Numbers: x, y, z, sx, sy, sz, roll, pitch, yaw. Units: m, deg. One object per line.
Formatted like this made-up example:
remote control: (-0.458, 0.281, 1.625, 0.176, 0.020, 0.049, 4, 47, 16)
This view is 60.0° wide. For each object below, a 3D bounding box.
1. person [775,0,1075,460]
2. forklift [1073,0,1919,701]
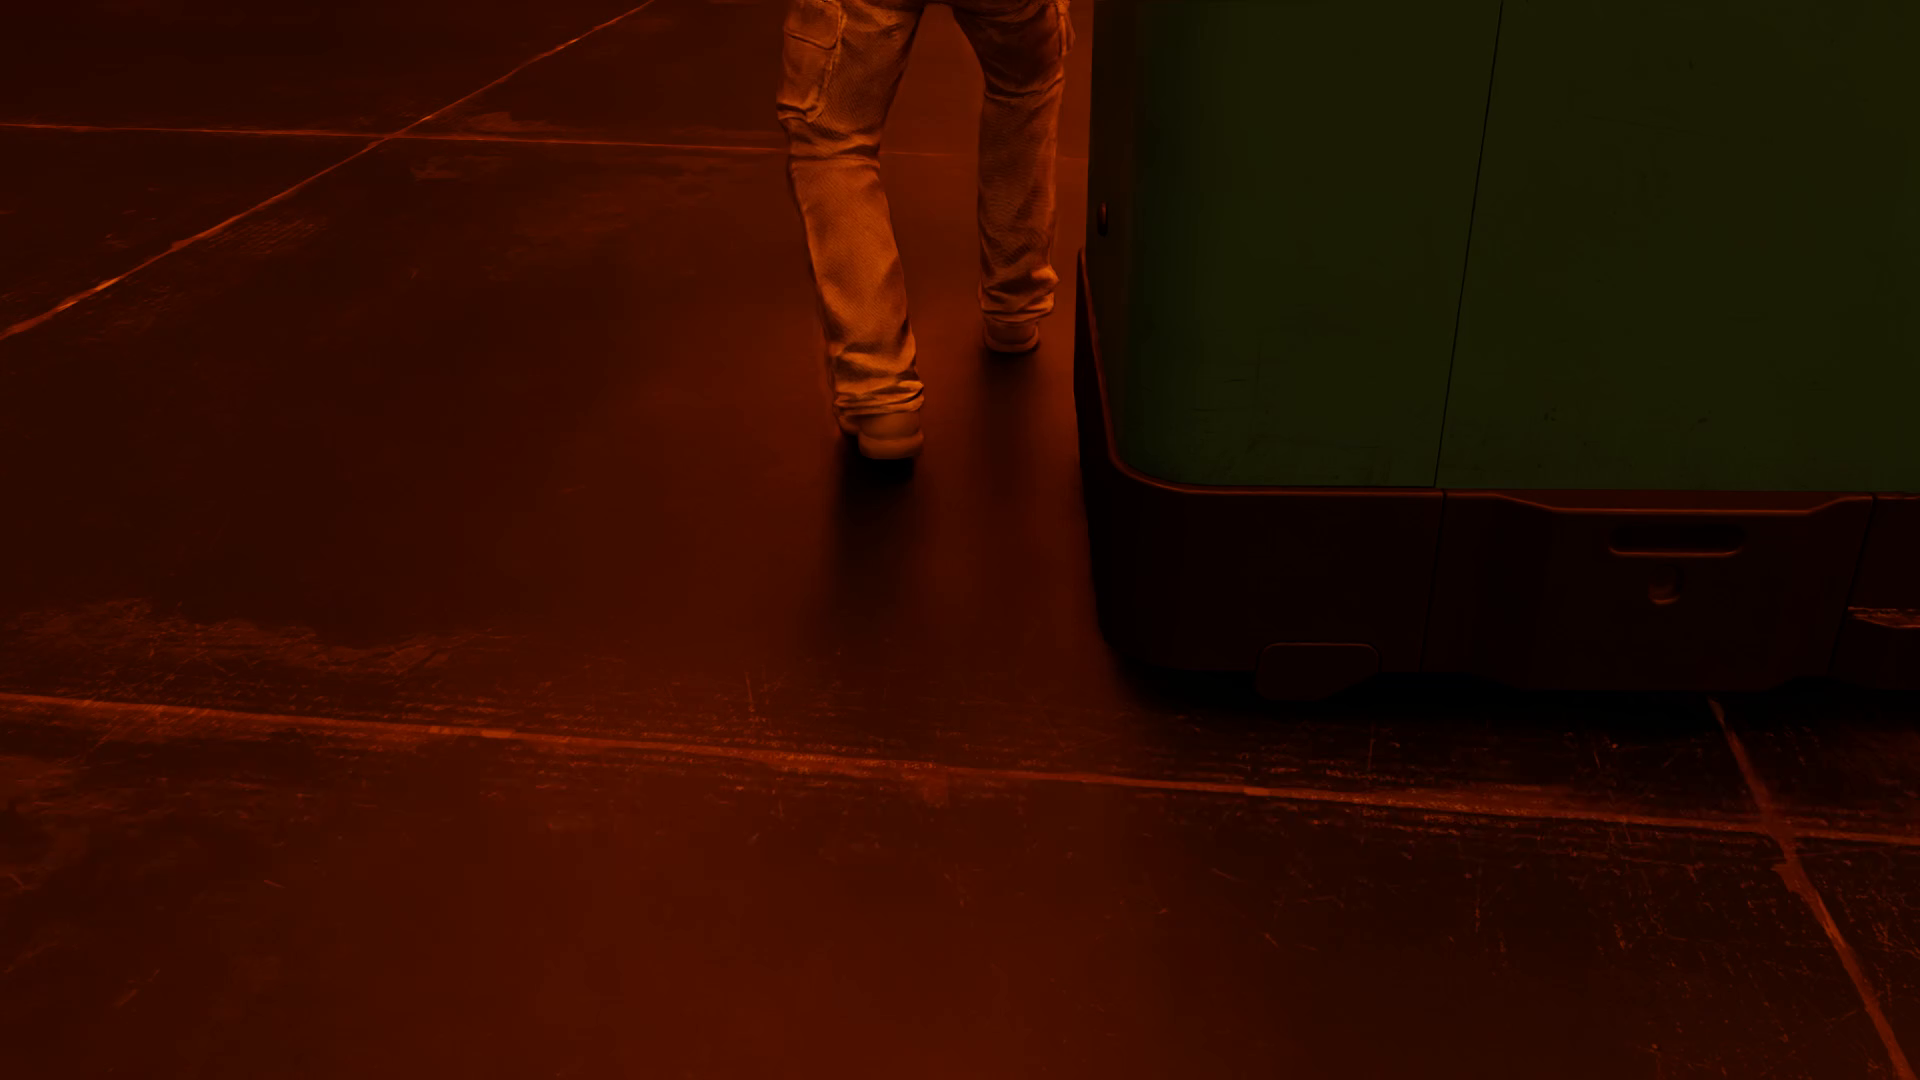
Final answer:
person: (0.021, -1.039, 2.718, 0.729, 1.694, 0.814, -6, 27, -12)
forklift: (1.702, -1.309, 1.841, 3.031, 2.935, 1.130, 1, 27, 1)
